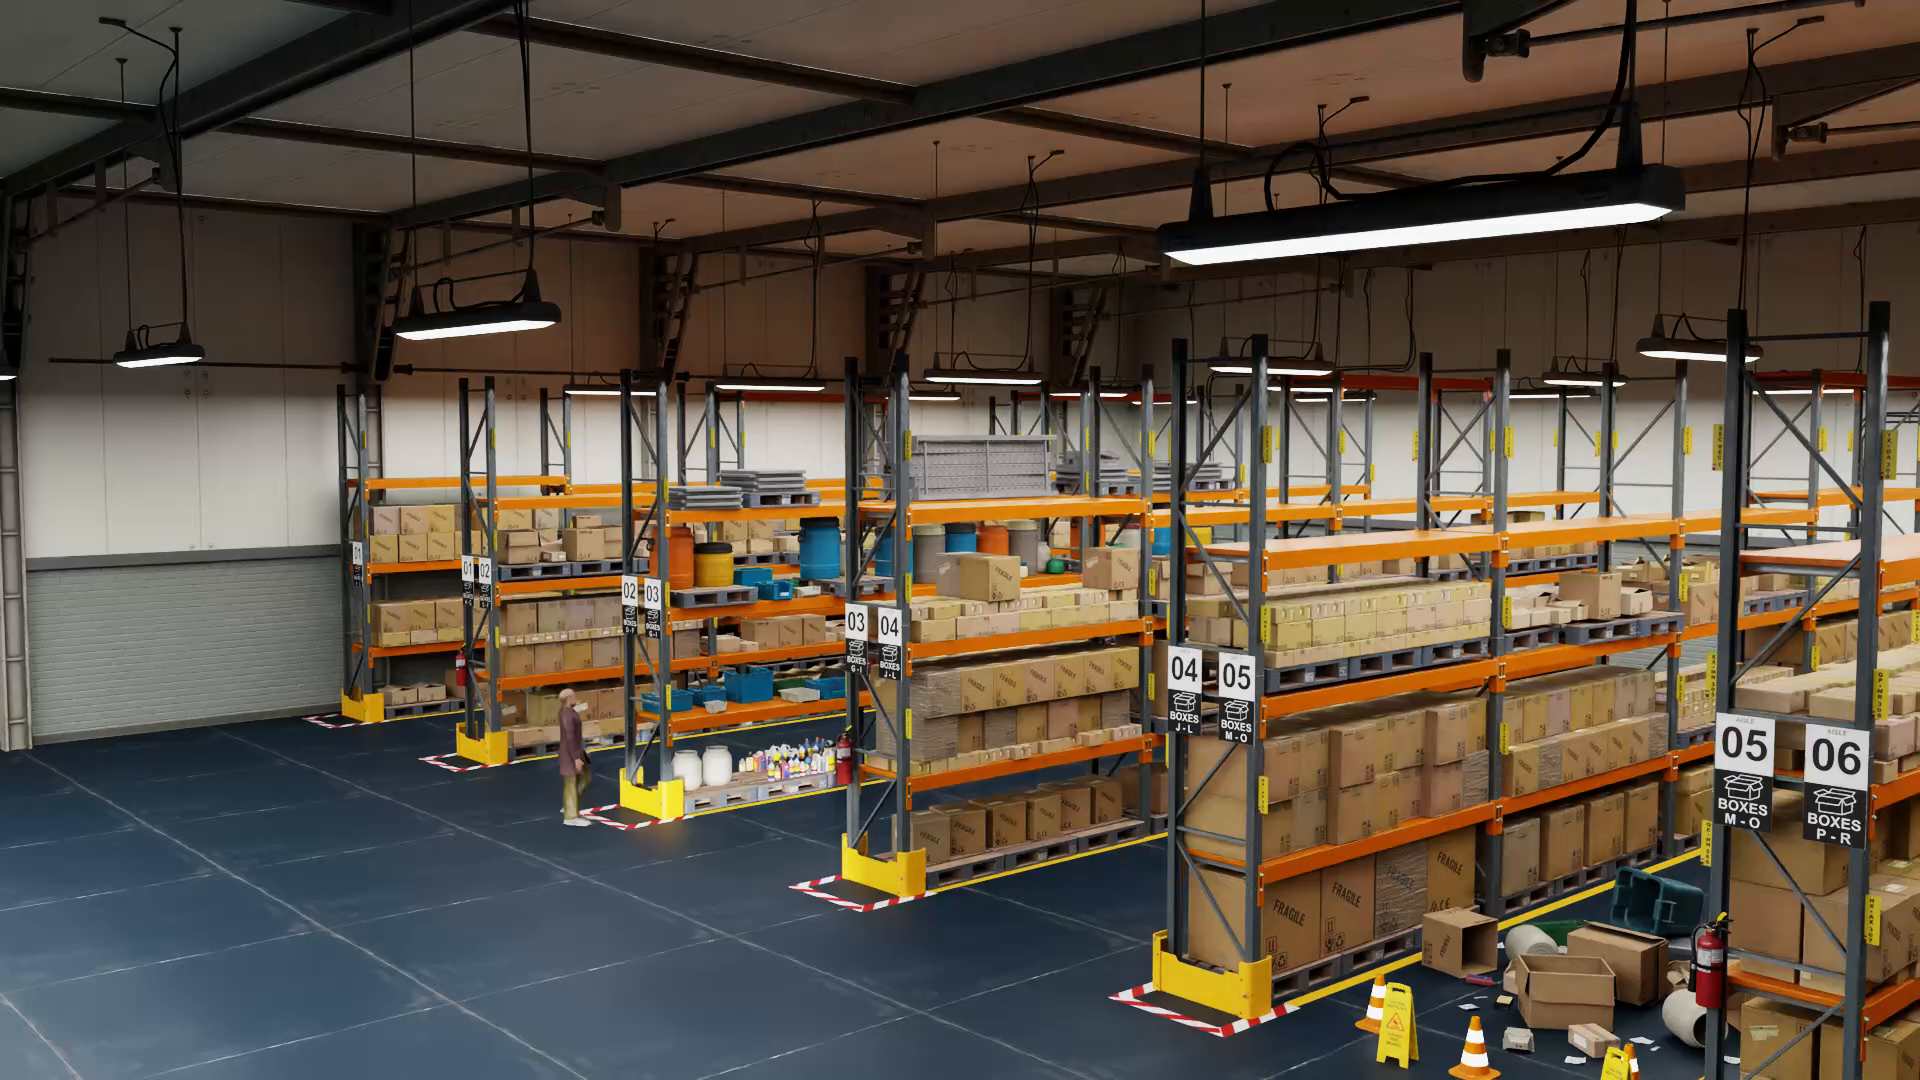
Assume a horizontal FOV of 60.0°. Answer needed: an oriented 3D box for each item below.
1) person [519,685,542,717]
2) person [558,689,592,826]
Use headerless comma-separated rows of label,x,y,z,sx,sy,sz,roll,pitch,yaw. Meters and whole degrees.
person,-7.326,2.458,28.454,0.460,1.688,0.412,-3,5,-38
person,-5.066,2.862,21.827,0.478,1.829,0.622,0,4,-1
